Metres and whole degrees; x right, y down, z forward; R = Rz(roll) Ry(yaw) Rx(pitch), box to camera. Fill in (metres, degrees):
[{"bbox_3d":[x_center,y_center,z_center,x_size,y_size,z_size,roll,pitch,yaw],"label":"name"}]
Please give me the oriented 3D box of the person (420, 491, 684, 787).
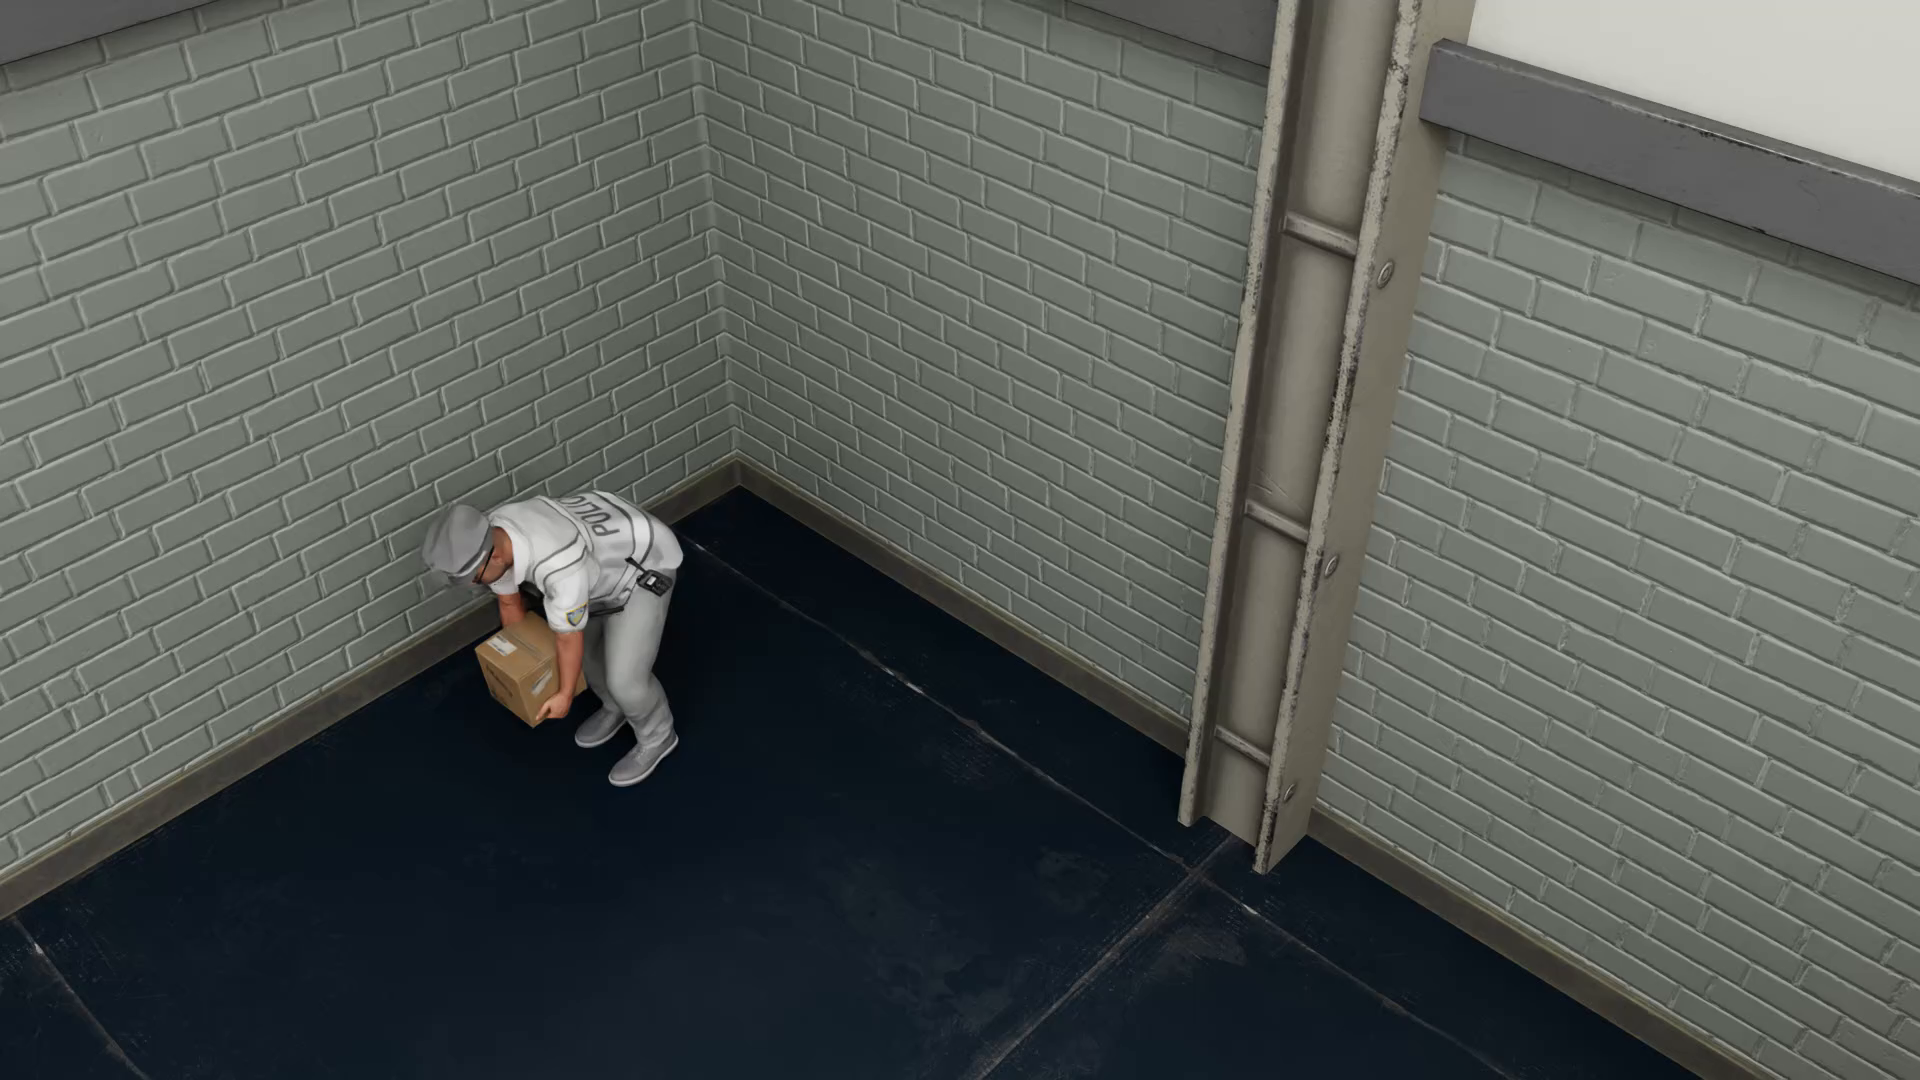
[{"bbox_3d":[-1.408,0.331,5.990,0.490,1.445,0.931,29,47,31],"label":"person"}]
